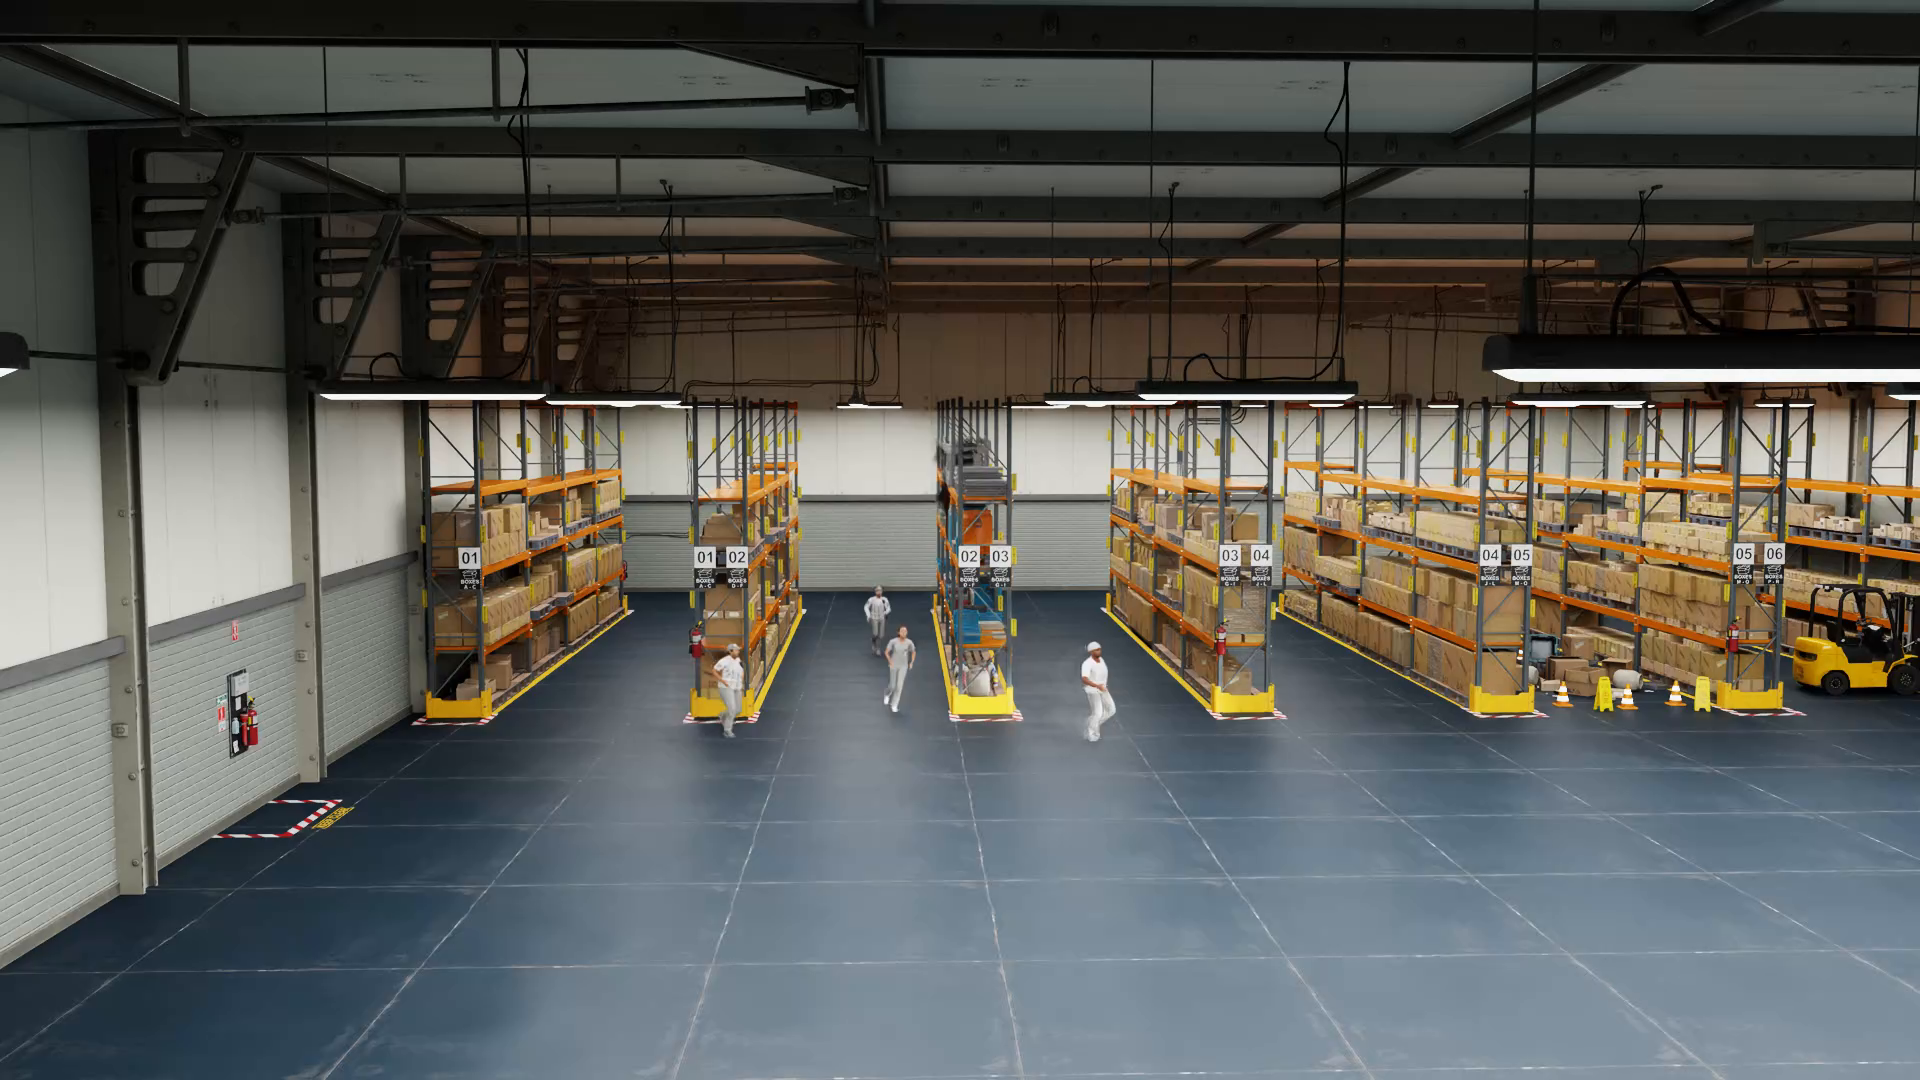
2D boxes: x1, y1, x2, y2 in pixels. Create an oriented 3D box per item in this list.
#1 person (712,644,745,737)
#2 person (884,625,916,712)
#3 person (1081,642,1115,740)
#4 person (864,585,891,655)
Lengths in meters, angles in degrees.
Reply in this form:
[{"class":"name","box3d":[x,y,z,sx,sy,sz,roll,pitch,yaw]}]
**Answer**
[{"class":"person","box3d":[-4.068,2.657,29.627,0.690,1.625,0.637,4,6,39]},{"class":"person","box3d":[-1.145,2.443,32.008,0.601,1.632,0.667,-1,5,-12]},{"class":"person","box3d":[2.402,2.625,28.901,0.575,1.720,0.712,3,6,38]},{"class":"person","box3d":[-1.912,1.880,39.000,0.599,1.651,0.560,-1,4,-11]}]
